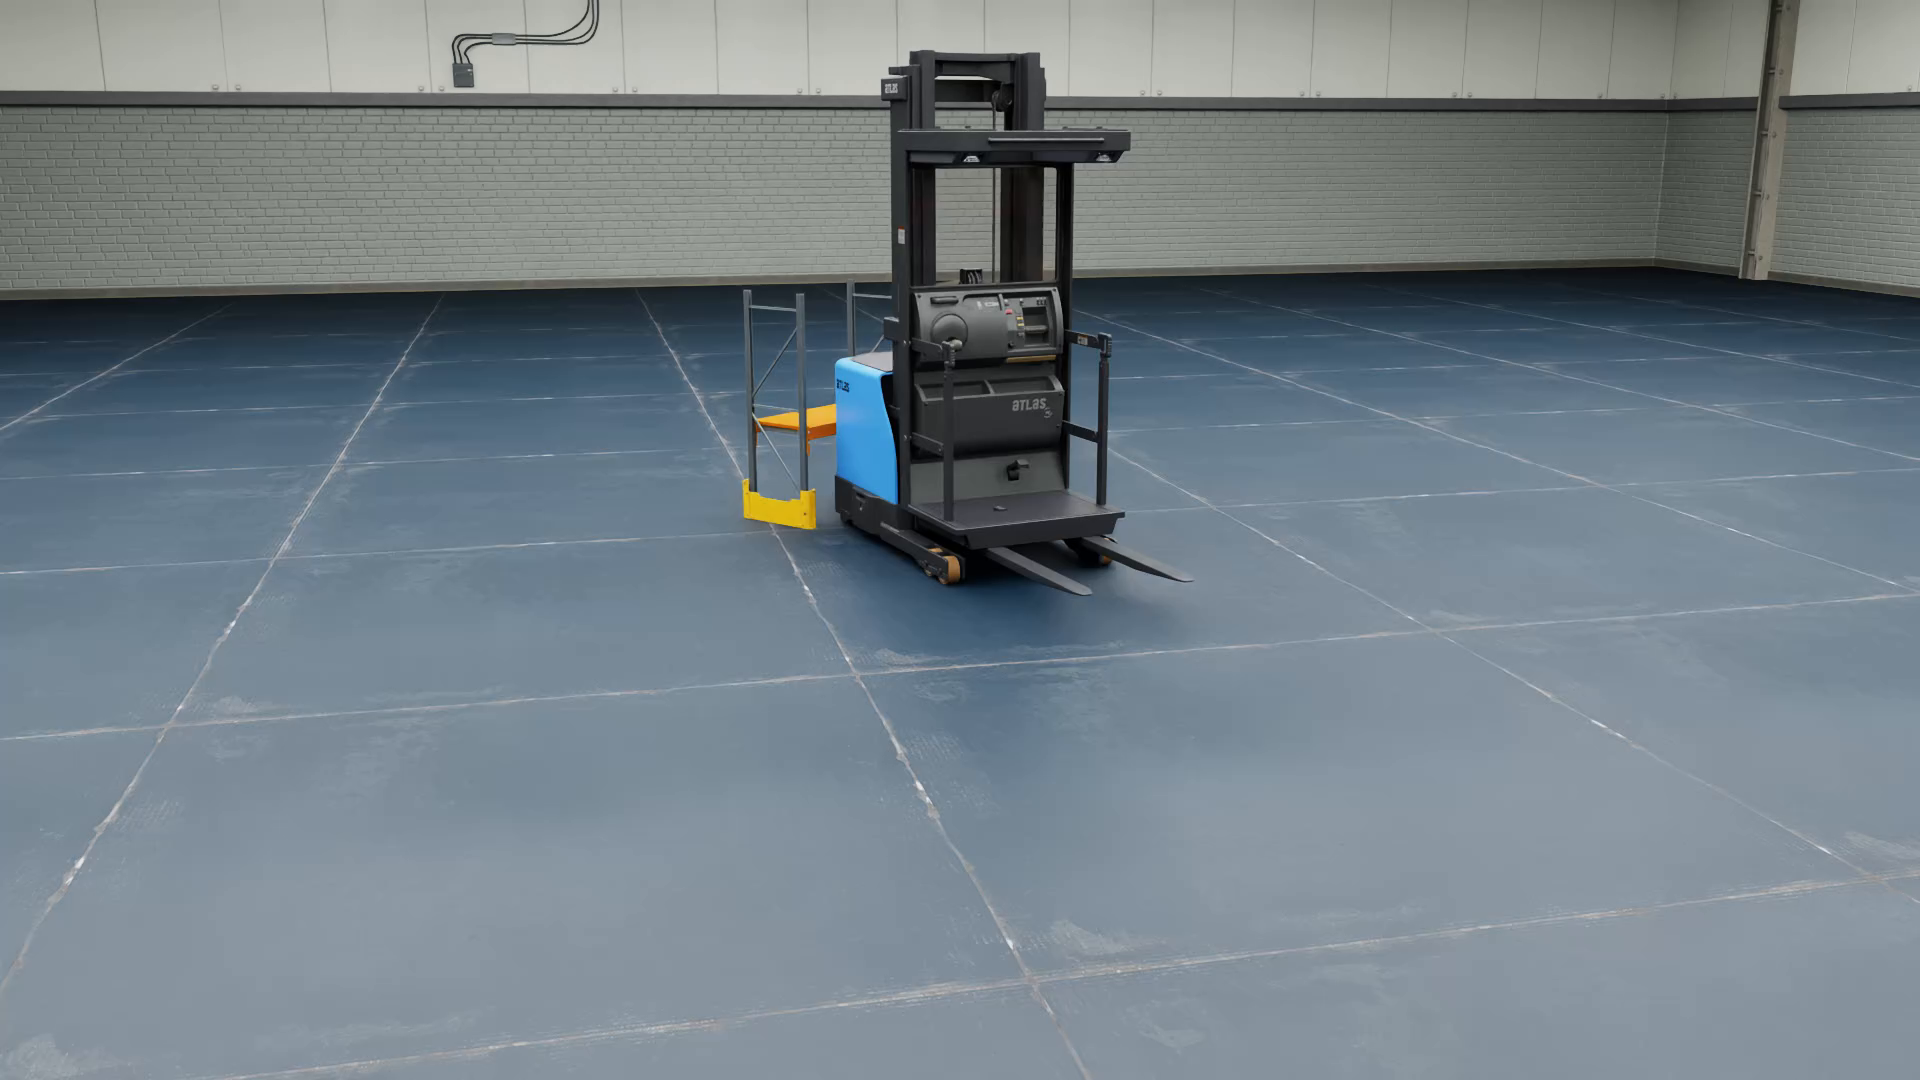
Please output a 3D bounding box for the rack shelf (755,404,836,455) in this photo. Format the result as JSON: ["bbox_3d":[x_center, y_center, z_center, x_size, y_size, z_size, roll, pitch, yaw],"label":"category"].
[{"bbox_3d":[-0.878,-0.766,11.159,0.538,0.185,1.000,10,17,36],"label":"rack shelf"}]

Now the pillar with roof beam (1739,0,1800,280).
[{"bbox_3d":[9.749,-8.718,27.150,9.100,9.000,0.400,-3,14,-13],"label":"pillar with roof beam"}]

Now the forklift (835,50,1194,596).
[{"bbox_3d":[0.268,-1.290,9.530,1.130,2.935,3.031,-6,15,-25],"label":"forklift"}]

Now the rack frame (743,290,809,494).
[{"bbox_3d":[-1.184,-0.844,10.722,0.500,1.500,0.032,10,17,36],"label":"rack frame"}]

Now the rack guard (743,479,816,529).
[{"bbox_3d":[-1.183,-0.237,10.871,0.587,0.250,0.087,10,17,36],"label":"rack guard"}]

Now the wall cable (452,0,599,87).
[{"bbox_3d":[-6.860,-10.133,25.777,2.305,6.003,0.169,-3,14,-13],"label":"wall cable"}]

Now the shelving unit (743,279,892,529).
[{"bbox_3d":[-0.884,-0.939,11.110,0.587,1.500,1.083,10,17,36],"label":"shelving unit"}]

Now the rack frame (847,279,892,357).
[{"bbox_3d":[-0.573,-1.037,11.511,0.500,1.500,0.032,10,17,36],"label":"rack frame"}]
